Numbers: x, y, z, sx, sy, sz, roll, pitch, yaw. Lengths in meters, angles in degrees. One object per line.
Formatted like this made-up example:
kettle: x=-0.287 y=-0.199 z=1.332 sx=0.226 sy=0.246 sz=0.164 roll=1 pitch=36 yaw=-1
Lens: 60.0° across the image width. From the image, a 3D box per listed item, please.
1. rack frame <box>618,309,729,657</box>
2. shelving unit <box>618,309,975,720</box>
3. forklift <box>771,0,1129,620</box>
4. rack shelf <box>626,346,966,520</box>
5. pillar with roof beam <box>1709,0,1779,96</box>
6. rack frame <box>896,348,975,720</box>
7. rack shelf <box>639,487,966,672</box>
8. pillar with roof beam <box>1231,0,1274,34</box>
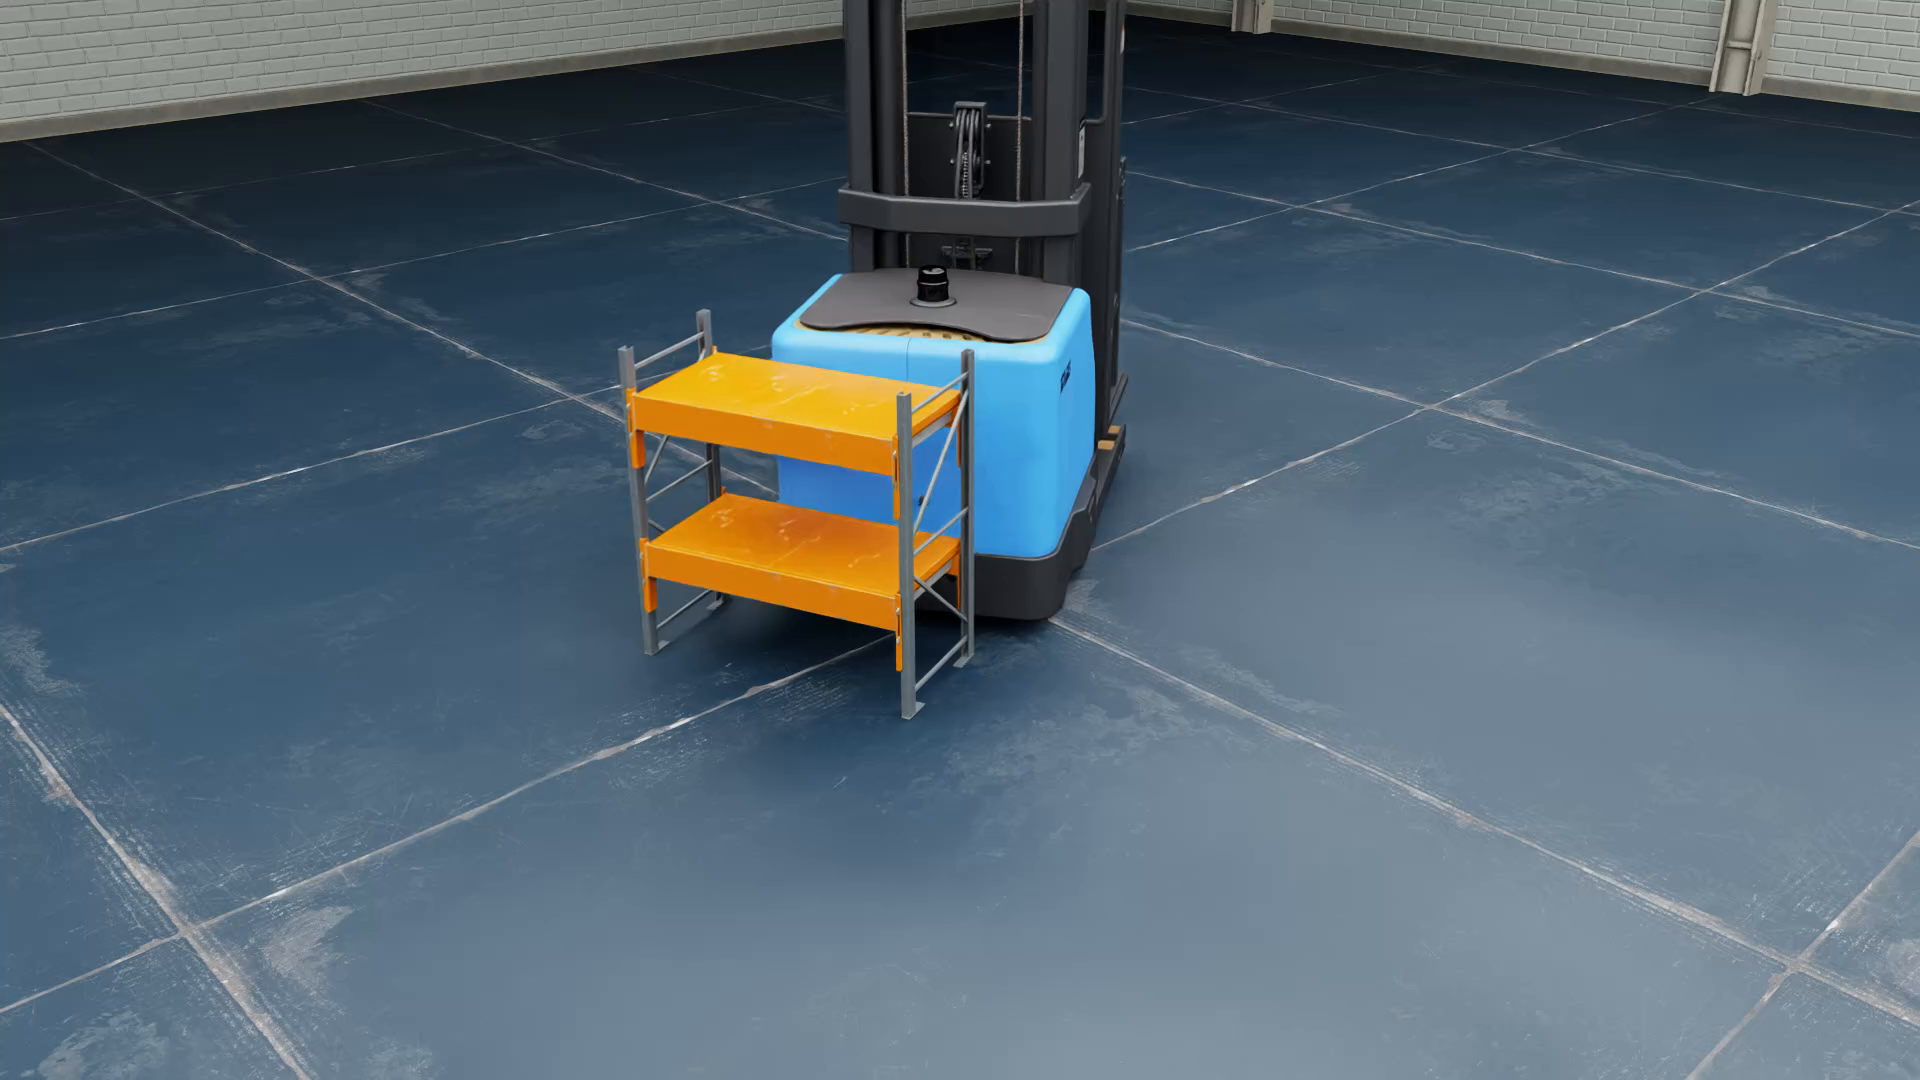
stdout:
rack frame: x=-0.990 y=-0.197 z=5.827 sx=0.032 sy=1.125 sz=0.500 roll=11 pitch=27 yaw=23
shelving unit: x=-0.531 y=-0.107 z=5.629 sx=1.048 sy=1.125 sz=0.538 roll=11 pitch=27 yaw=23
forklift: x=0.140 y=-1.633 z=6.798 sx=1.130 sy=2.935 sz=3.031 roll=5 pitch=25 yaw=11
rack shelf: x=-0.531 y=-0.373 z=5.507 sx=1.000 sy=0.278 sz=0.538 roll=11 pitch=27 yaw=23
pillar with roof beam: x=4.548 y=-7.323 z=11.959 sx=9.100 sy=9.000 sz=0.400 roll=-21 pitch=32 yaw=-38
rack frame: x=-0.072 y=-0.016 z=5.431 sx=0.032 sy=1.125 sz=0.500 roll=11 pitch=27 yaw=23
rack shelf: x=-0.531 y=0.116 z=5.730 sx=1.000 sy=0.278 sz=0.538 roll=11 pitch=27 yaw=23
pillar with roof beam: x=0.447 y=-9.140 z=15.944 sx=9.100 sy=9.000 sz=0.400 roll=-21 pitch=32 yaw=-38
